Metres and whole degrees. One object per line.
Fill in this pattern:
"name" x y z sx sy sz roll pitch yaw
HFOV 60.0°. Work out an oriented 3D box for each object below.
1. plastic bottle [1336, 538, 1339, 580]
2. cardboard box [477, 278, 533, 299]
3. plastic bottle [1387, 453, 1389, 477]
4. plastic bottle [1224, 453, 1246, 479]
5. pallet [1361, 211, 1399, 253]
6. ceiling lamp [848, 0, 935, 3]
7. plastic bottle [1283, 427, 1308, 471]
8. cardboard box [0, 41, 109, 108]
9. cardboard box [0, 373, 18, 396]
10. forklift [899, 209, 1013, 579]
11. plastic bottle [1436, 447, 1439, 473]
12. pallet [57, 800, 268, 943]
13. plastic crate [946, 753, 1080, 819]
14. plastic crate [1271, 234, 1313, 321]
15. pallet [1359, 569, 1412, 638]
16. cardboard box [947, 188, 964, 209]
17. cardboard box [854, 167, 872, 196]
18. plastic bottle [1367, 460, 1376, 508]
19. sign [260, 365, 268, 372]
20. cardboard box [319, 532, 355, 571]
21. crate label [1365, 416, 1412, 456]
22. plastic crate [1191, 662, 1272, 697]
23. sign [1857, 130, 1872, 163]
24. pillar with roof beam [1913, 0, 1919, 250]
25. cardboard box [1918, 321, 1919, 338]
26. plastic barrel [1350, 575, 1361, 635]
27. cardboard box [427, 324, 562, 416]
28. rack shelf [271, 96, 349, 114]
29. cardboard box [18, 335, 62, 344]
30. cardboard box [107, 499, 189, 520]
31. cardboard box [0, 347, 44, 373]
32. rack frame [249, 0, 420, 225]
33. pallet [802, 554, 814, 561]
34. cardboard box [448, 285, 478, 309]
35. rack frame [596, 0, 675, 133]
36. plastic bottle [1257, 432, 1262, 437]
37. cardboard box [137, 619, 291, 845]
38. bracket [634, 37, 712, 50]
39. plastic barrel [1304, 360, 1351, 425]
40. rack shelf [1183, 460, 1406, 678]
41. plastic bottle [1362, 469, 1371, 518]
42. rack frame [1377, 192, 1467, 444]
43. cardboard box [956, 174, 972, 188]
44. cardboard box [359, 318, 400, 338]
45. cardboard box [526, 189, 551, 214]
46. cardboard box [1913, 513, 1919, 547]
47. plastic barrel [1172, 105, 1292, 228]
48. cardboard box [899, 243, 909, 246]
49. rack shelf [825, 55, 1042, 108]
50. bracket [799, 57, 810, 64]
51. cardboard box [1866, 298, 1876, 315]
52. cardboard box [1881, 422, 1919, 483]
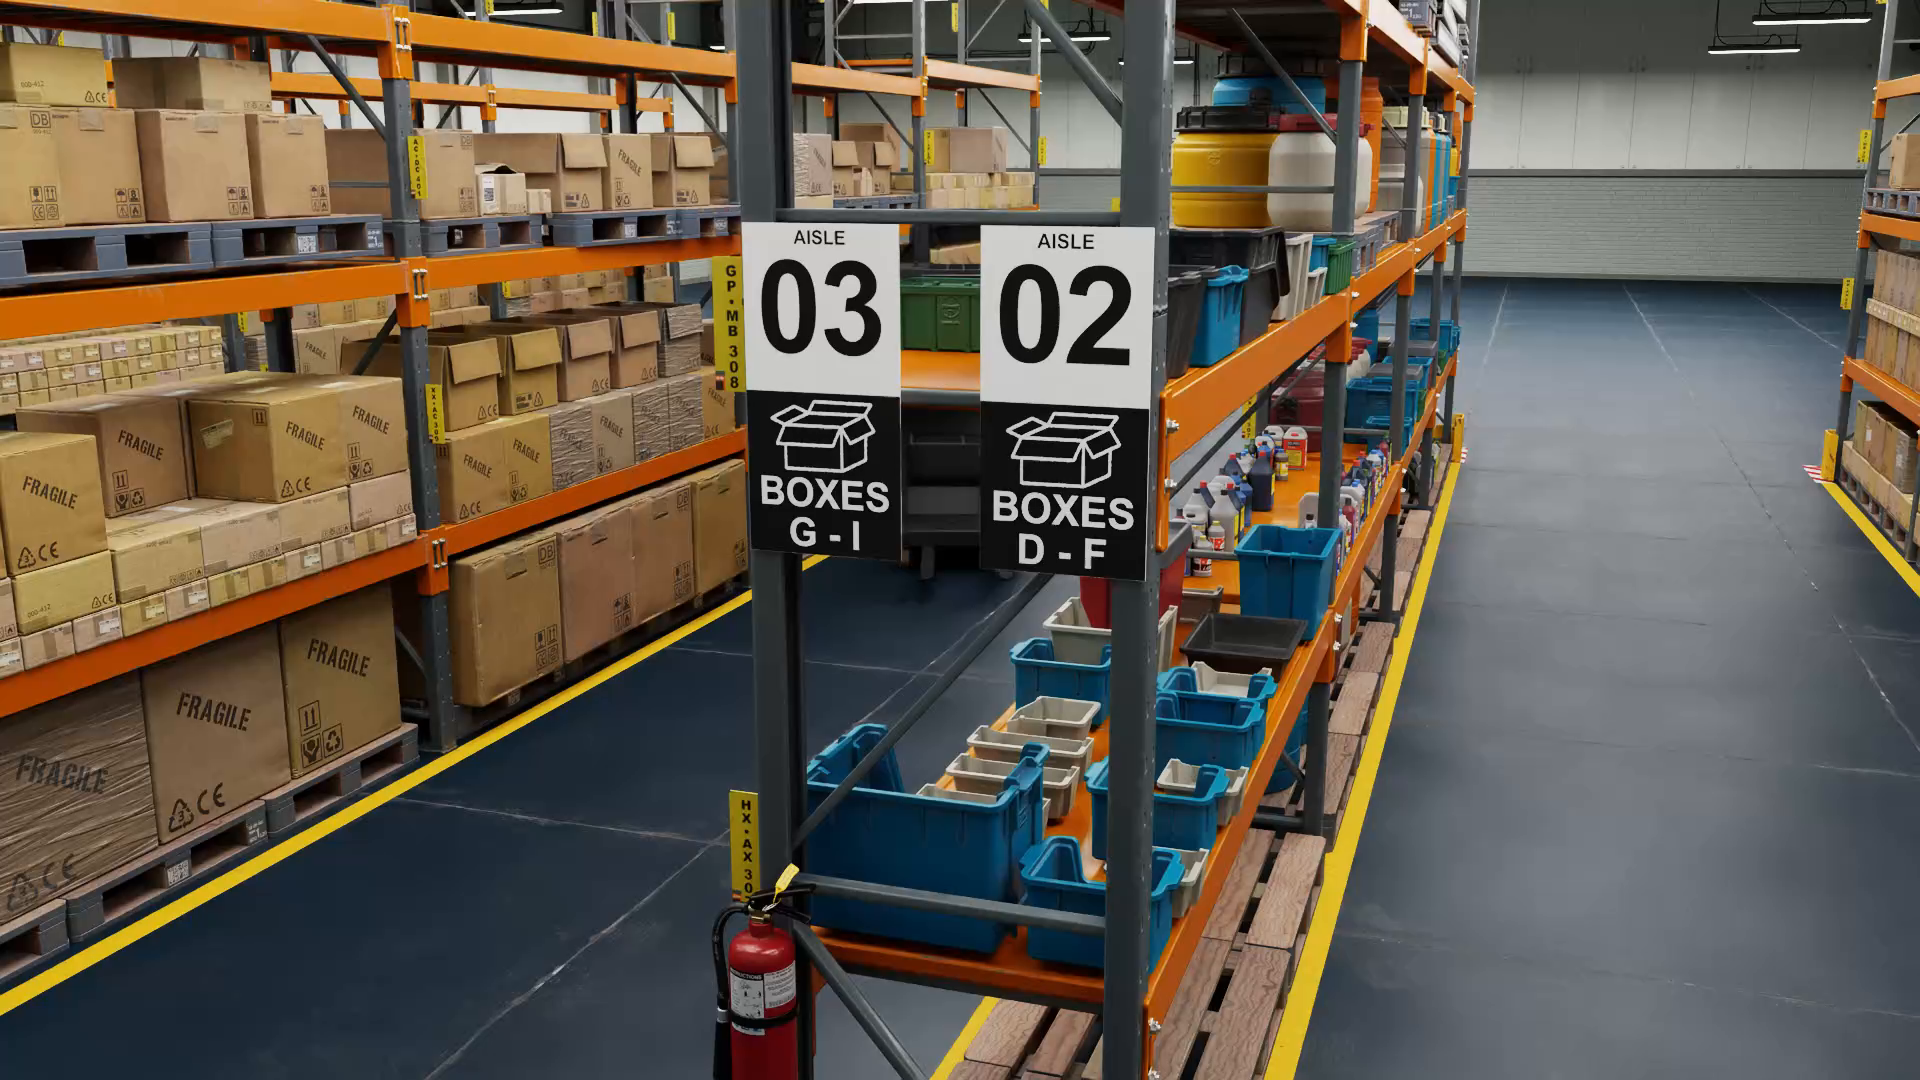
"plastic bottle" 1.835 0.066 8.219 0.061 0.283 0.133 4 14 18
"cardboard box" -5.337 -3.010 18.672 0.875 0.550 0.550 4 14 18
"plastic bottle" 2.782 -0.522 10.982 0.097 0.201 0.097 0 13 0
"plastic bottle" 1.614 -0.341 9.852 0.144 0.351 0.185 4 14 18
"pallet" 2.224 -1.974 10.581 1.003 0.211 1.213 4 14 18
"ceiling lamp" -0.782 -10.258 26.591 2.000 3.185 0.800 4 14 18
"plastic bottle" 2.262 -0.619 11.237 0.152 0.276 0.135 4 14 18
"cardboard box" -4.048 -1.985 7.125 0.500 0.250 0.500 4 13 17
"cardboard box" -7.181 -1.149 12.233 0.380 0.149 0.250 5 14 21
"forklift" 0.039 -1.257 13.910 1.130 2.935 3.031 0 13 0
"plastic bottle" 4.821 -0.831 17.018 0.152 0.276 0.135 4 13 17
"pallet" -4.130 1.499 7.945 1.003 0.211 1.213 4 14 18
"plastic crate" 0.176 0.781 5.284 0.396 0.136 0.243 4 14 18
"plastic crate" 0.985 -0.923 5.815 0.437 0.282 0.530 4 14 18
"pallet" 2.851 0.441 12.581 1.003 0.211 1.213 4 14 18
"cardboard box" -0.274 -3.534 17.328 0.500 0.250 0.500 4 14 18
"cardboard box" -1.038 -3.353 15.557 0.396 0.266 0.258 5 14 20
"plastic bottle" 2.467 -0.345 10.020 0.061 0.283 0.133 4 14 18
"sign" -3.933 -0.835 9.483 0.100 0.325 0.005 4 14 18
"cardboard box" -3.372 0.046 8.610 0.380 0.149 0.250 4 13 17
"crate label" 3.055 -0.738 11.858 0.303 0.233 0.416 4 14 18
"plastic crate" 0.991 0.572 6.200 0.293 0.136 0.466 4 14 18
"sign" 9.315 -4.054 17.123 0.100 0.325 0.005 4 14 18
"pillar with roof beam" 20.752 -11.071 43.270 9.100 9.000 0.548 4 14 18
"cardboard box" 8.677 -1.843 14.640 0.380 0.149 0.250 4 14 18
"plastic barrel" 2.422 0.199 11.307 0.600 0.830 0.708 4 14 18
"cardboard box" -2.985 -1.089 10.540 0.797 0.503 0.637 5 14 19
"rack shelf" -9.558 -5.664 21.205 1.077 0.370 4.000 4 14 18
"cardboard box" -7.456 -1.561 13.371 0.380 0.149 0.250 5 14 21
"cardboard box" -4.145 -0.051 8.137 0.500 0.250 0.500 5 14 20
"cardboard box" -7.097 -1.345 12.425 0.380 0.149 0.250 5 14 20
"rack frame" -3.417 -3.197 8.774 1.000 3.000 0.127 4 14 18
"pallet" -1.868 0.080 14.162 1.003 0.211 1.213 4 14 18
"cardboard box" -5.644 -2.767 17.897 0.700 0.500 0.500 4 13 17
"rack frame" -4.195 -6.102 21.501 1.000 3.000 0.127 4 14 18
"plastic bottle" 1.969 -0.568 10.996 0.061 0.283 0.133 4 14 18
"cardboard box" -3.997 0.881 8.217 0.875 0.875 0.875 4 14 18
"bracket" -7.554 -12.865 43.041 0.076 0.066 4.783 4 14 18
"plastic barrel" 2.831 -1.133 12.961 0.421 0.512 0.421 0 13 0
"rack shelf" 1.917 0.014 9.804 1.077 0.370 4.000 4 14 18
"plastic bottle" 2.364 -0.278 9.726 0.061 0.283 0.133 4 14 18
"rack frame" 5.152 -2.443 18.949 1.000 3.000 0.127 4 14 18
"cardboard box" -0.095 -3.808 17.631 0.380 0.149 0.250 4 13 17
"cardboard box" -5.894 -1.935 16.501 0.500 0.500 0.500 4 14 18
"cardboard box" -2.793 -2.120 10.415 0.380 0.149 0.250 4 13 16
"cardboard box" 8.179 -0.040 13.658 0.500 0.250 0.500 4 13 17
"plastic barrel" 1.373 -1.882 8.383 0.600 0.588 0.600 0 13 0
"cardboard box" -0.620 -2.963 18.090 0.500 0.500 0.500 4 14 18
"rack shelf" -0.181 -4.951 18.079 1.077 0.370 4.000 4 14 18
"bracket" -4.779 -14.671 50.953 0.235 0.232 0.430 4 14 18
"cardboard box" 9.507 -2.383 17.005 0.380 0.149 0.250 4 14 18
"cardboard box" 8.818 -0.796 15.285 0.500 0.500 0.500 4 14 18
